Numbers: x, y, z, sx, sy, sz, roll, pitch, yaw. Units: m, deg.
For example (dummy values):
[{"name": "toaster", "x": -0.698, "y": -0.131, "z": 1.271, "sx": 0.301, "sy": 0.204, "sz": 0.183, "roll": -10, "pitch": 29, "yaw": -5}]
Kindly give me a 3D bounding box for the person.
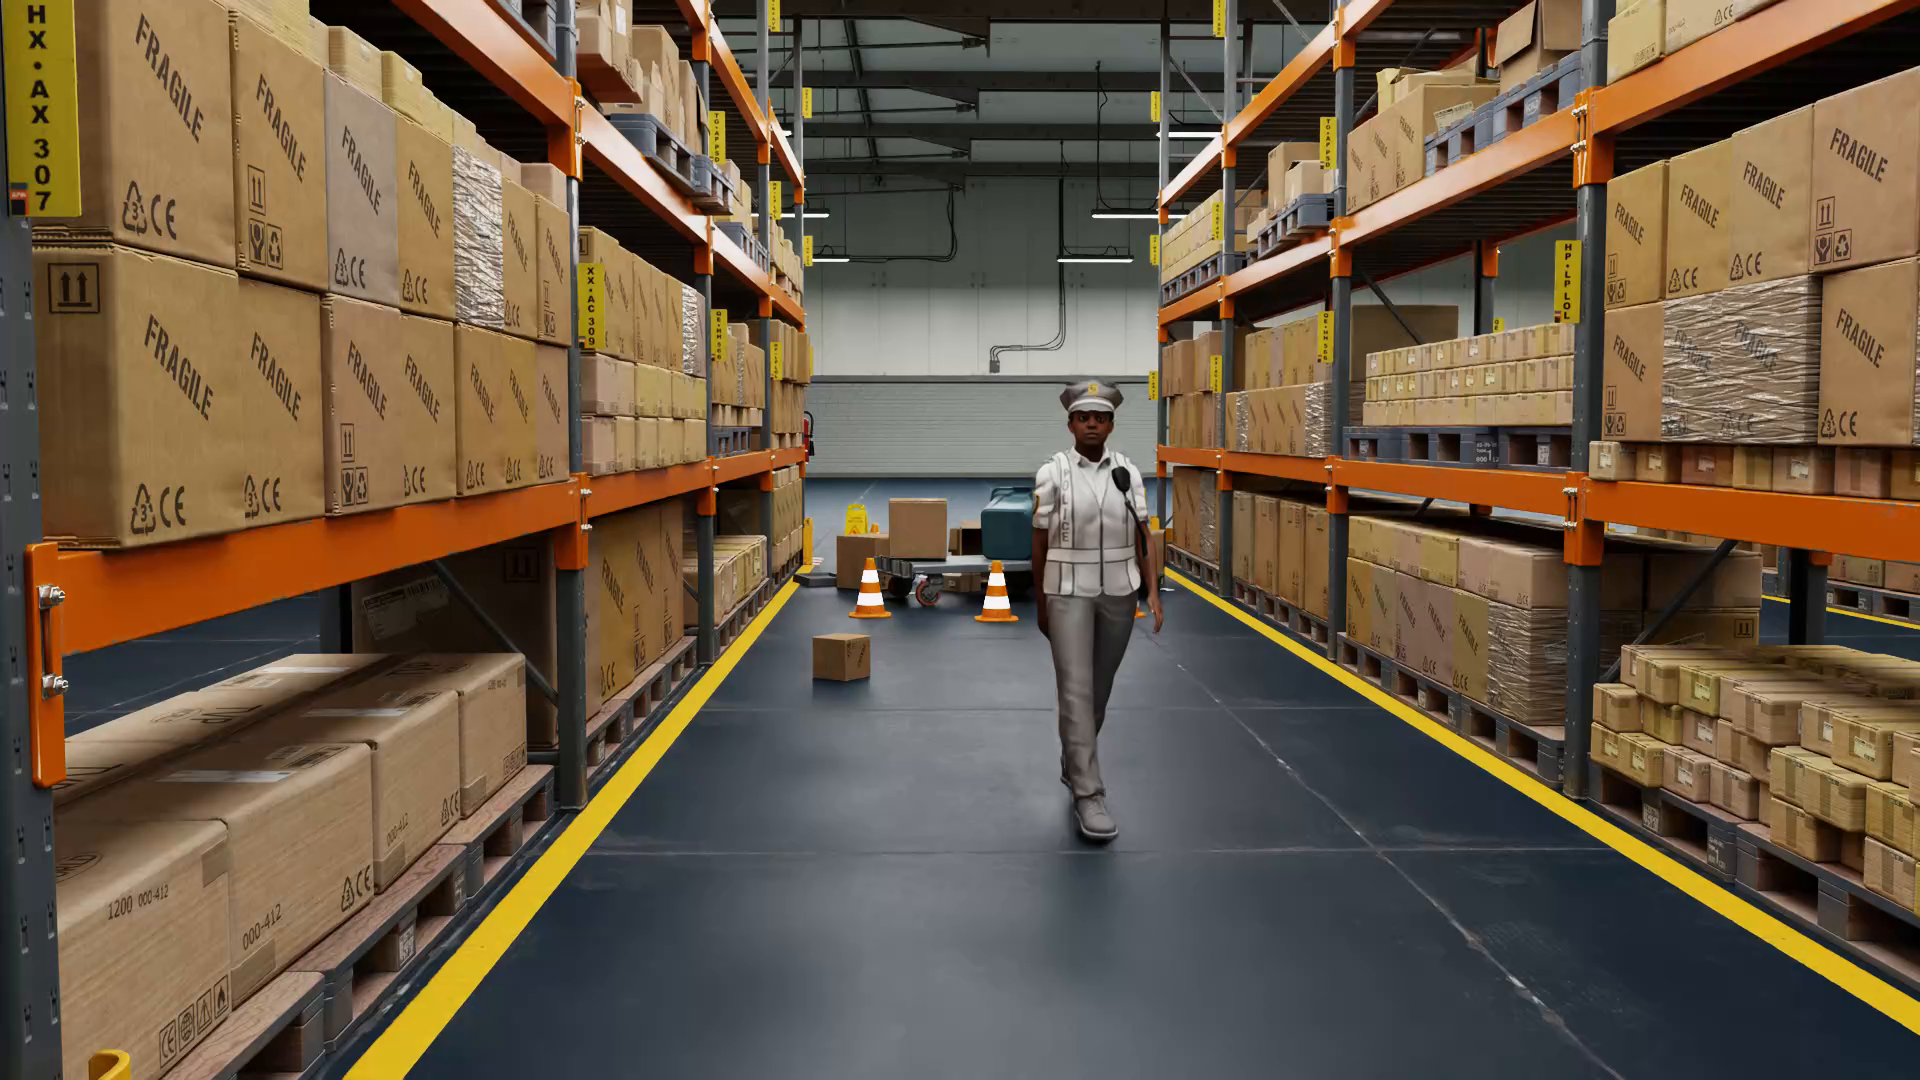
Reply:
[{"name": "person", "x": 0.543, "y": 0.216, "z": 6.332, "sx": 0.449, "sy": 1.650, "sz": 0.920, "roll": -1, "pitch": 4, "yaw": -14}]
